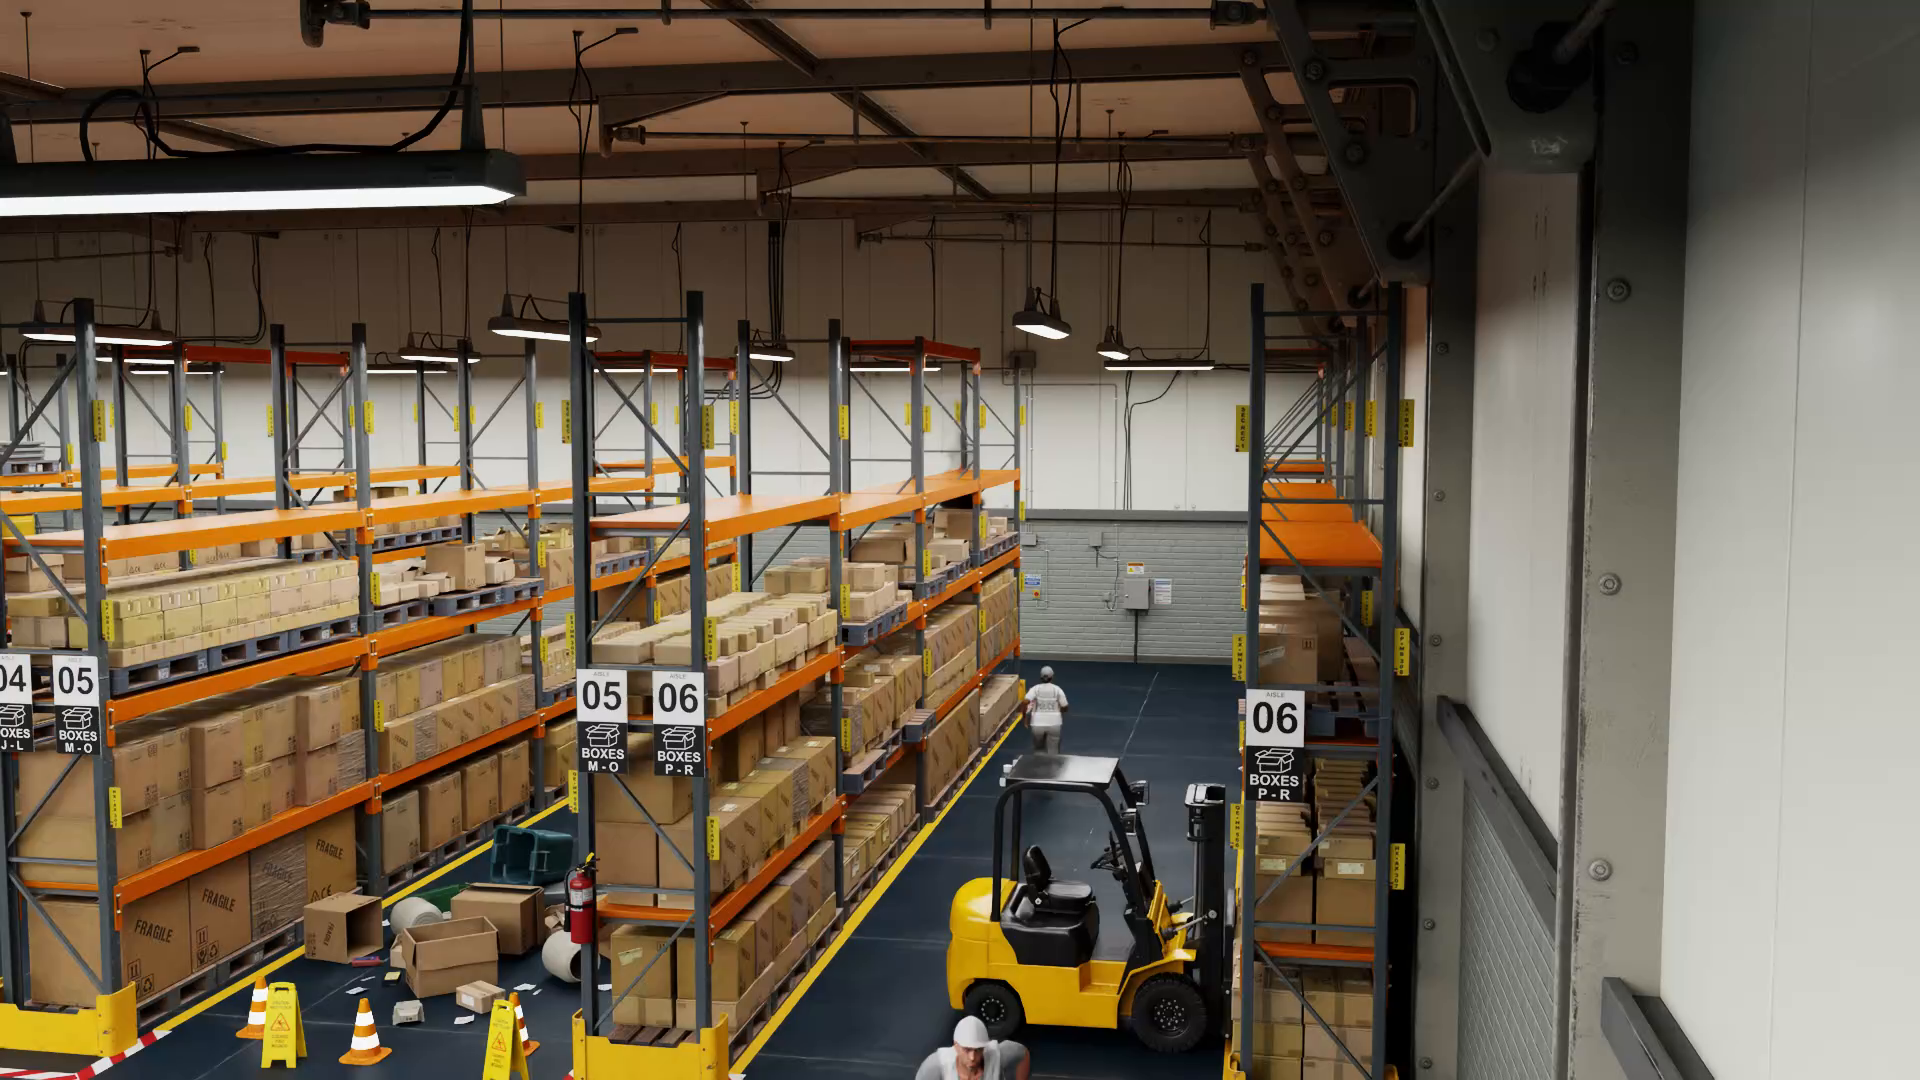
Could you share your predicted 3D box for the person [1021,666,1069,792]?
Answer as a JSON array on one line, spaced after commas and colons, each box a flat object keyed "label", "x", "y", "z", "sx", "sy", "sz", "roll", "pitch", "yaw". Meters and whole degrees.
[{"label": "person", "x": 1.140, "y": 2.565, "z": 22.217, "sx": 0.616, "sy": 1.743, "sz": 0.751, "roll": 1, "pitch": 5, "yaw": 10}]

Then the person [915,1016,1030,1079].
[{"label": "person", "x": 0.060, "y": 3.546, "z": 9.880, "sx": 0.704, "sy": 1.731, "sz": 1.055, "roll": 0, "pitch": 5, "yaw": -4}]
